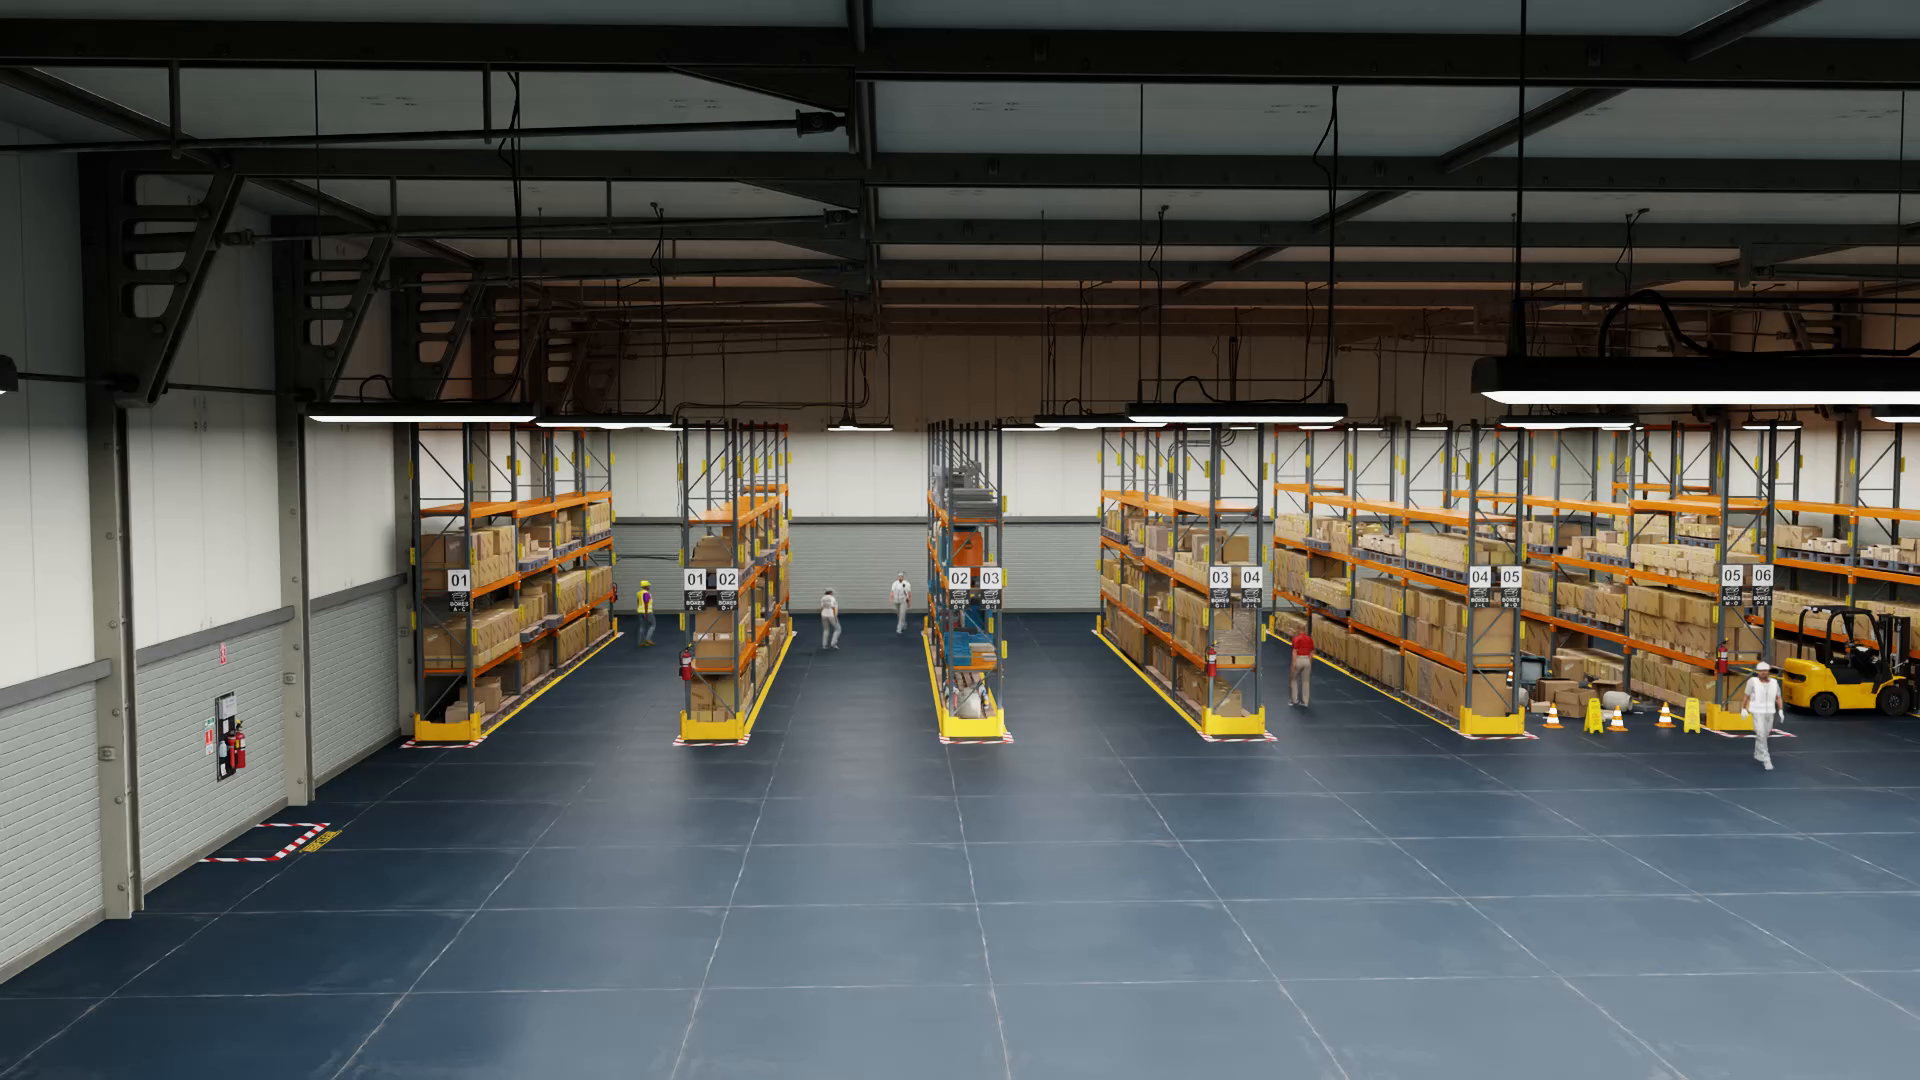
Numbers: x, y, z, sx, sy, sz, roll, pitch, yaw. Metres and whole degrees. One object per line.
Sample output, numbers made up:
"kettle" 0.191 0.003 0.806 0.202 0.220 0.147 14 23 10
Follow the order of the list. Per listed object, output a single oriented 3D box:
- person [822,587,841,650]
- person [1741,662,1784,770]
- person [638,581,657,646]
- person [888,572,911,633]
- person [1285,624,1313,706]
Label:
"person" -3.438 2.080 44.053 0.549 1.682 0.455 3 5 36
"person" 13.866 2.998 28.657 0.592 1.786 0.807 0 4 0
"person" -8.497 1.982 44.746 0.549 1.770 0.553 2 4 28
"person" -1.758 1.762 47.927 0.529 1.712 1.029 2 4 26
"person" 7.188 2.651 34.983 0.537 1.767 0.692 0 4 -7
